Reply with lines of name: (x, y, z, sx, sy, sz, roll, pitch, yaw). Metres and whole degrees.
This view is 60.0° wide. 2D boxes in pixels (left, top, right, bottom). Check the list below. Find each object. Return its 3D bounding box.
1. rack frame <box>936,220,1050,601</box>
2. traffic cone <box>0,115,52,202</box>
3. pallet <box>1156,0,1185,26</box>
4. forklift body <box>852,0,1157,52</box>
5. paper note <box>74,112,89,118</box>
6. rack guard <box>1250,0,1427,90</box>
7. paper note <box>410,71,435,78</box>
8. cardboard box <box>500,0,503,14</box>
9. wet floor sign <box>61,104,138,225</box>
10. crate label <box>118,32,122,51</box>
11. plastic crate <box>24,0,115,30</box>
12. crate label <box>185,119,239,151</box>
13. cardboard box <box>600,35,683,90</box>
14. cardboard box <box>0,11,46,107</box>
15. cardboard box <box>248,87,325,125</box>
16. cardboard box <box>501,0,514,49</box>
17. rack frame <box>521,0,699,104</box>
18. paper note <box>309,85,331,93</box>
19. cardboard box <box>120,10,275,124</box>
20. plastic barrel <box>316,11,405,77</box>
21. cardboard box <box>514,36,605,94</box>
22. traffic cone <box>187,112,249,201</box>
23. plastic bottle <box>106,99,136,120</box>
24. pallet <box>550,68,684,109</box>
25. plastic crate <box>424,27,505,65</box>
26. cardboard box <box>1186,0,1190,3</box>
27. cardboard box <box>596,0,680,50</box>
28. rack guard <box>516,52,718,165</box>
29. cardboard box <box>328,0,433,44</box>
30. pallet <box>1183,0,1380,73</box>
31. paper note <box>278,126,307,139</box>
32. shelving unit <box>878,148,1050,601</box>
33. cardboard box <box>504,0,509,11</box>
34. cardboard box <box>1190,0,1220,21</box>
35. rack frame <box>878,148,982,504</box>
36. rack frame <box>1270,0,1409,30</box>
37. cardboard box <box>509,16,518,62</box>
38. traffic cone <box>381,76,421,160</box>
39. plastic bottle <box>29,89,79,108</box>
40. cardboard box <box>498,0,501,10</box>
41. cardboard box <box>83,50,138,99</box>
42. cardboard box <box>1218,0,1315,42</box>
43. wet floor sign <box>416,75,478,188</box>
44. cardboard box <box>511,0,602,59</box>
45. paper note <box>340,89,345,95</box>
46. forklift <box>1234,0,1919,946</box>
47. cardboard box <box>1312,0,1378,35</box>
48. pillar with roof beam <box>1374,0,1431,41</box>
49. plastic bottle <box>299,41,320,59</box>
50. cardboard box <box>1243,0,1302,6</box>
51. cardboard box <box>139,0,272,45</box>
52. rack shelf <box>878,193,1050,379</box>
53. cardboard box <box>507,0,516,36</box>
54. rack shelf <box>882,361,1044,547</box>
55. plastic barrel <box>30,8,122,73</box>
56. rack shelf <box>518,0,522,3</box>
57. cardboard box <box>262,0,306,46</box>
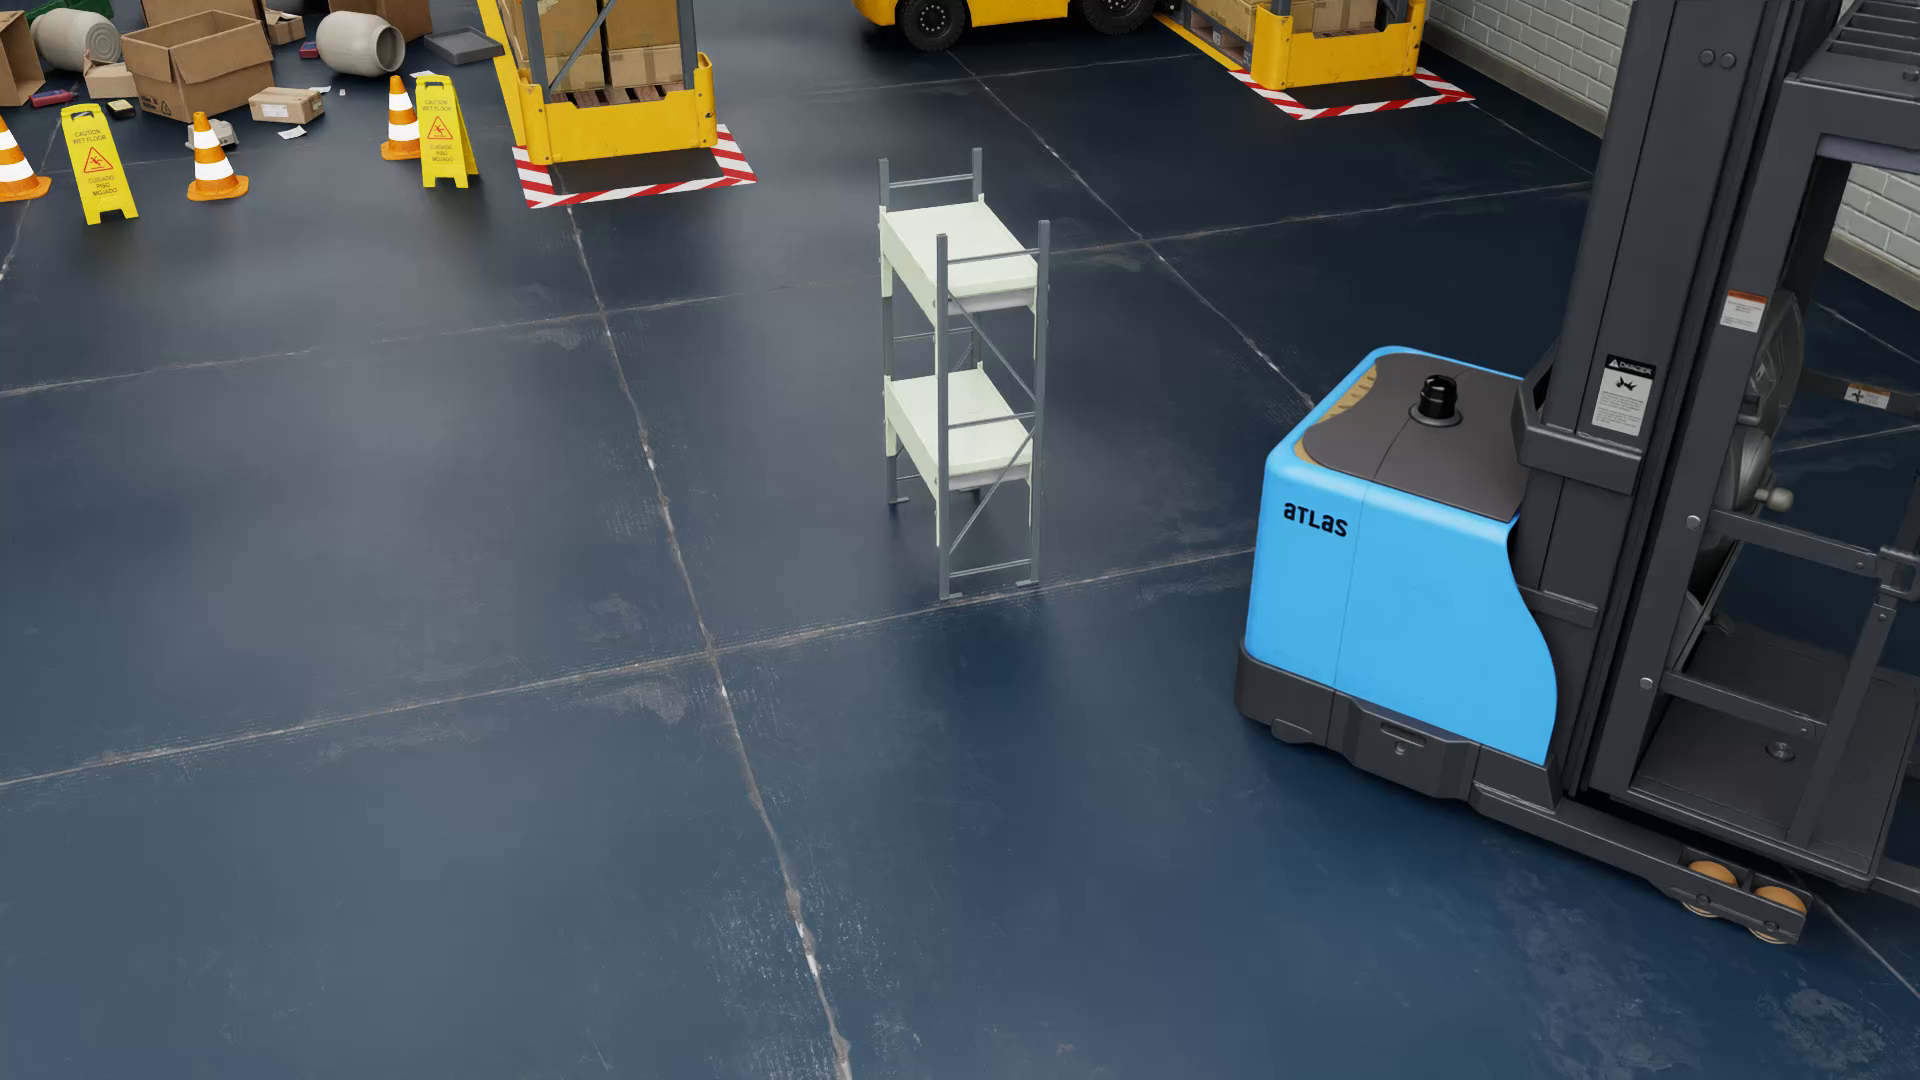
rack frame: (0.114, -0.430, 6.040, 0.400, 1.500, 0.023, -10, 35, -15)
traffic cone: (-5.600, -2.274, 9.771, 0.336, 0.463, 0.334, -10, 35, -15)
pallet: (1.978, -4.407, 13.228, 1.003, 0.211, 1.213, -10, 35, -15)
forklift body: (0.303, -4.871, 12.171, 2.313, 2.155, 1.214, -10, 35, -15)
paper note: (-5.809, -2.806, 10.988, 0.032, 0.001, 0.123, 7, 34, 10)
rack guard: (2.627, -3.481, 11.565, 1.175, 0.500, 0.348, -10, 35, -15)
paper note: (-3.770, -3.274, 11.676, 0.142, 0.019, 0.148, -23, 40, -31)
cardboard box: (-3.066, -3.916, 12.069, 0.500, 0.250, 0.500, -10, 35, -15)
wet floor sign: (-4.896, -2.150, 9.418, 0.267, 0.644, 0.232, -16, 37, -23)
crate label: (-6.280, -3.639, 12.132, 0.250, 0.136, 0.298, 19, 38, 26)
plastic crate: (-6.710, -3.894, 12.421, 0.450, 0.188, 0.662, -2, 32, 16)
crate label: (-4.719, -2.552, 10.487, 0.298, 0.136, 0.250, 27, 42, 34)
cardboard box: (-2.089, -3.198, 10.982, 0.500, 0.250, 0.500, -10, 35, -15)
cardboard box: (-6.559, -3.230, 11.183, 0.500, 0.500, 0.500, -4, 34, -6)
cardboard box: (-4.430, -2.859, 10.941, 0.380, 0.149, 0.250, 7, 34, 10)
cardboard box: (-2.925, -3.654, 11.672, 0.500, 0.250, 0.500, -11, 35, -16)
rack frame: (-2.107, -3.700, 9.628, 1.000, 3.000, 0.127, -10, 35, -15)
paper note: (-4.407, -3.089, 11.408, 0.148, 0.019, 0.142, 1, 33, 2)
cardboard box: (-5.054, -3.155, 11.068, 0.637, 0.503, 0.797, 19, 38, 26)
plastic barrel: (-4.179, -3.455, 11.595, 0.512, 0.421, 0.421, 13, 36, 18)
cardboard box: (-2.617, -3.120, 10.864, 0.500, 0.250, 0.500, -10, 35, -15)
traffic cone: (-4.420, -2.285, 9.789, 0.336, 0.463, 0.334, -10, 35, -15)
plastic bottle: (-5.577, -2.865, 11.030, 0.133, 0.061, 0.283, -23, 40, -31)
pallet: (-2.344, -3.009, 11.112, 1.003, 0.211, 1.213, -10, 35, -15)
plastic crate: (-3.629, -3.620, 12.155, 0.402, 0.080, 0.583, -23, 40, -31)
cardboard box: (1.888, -4.285, 12.627, 0.500, 0.250, 0.500, -10, 35, -14)
cardboard box: (-2.097, -3.523, 10.794, 0.500, 0.500, 0.500, -11, 35, -16)
rack guard: (-2.130, -2.697, 10.378, 1.175, 0.500, 0.348, -10, 35, -15)
cardboard box: (-4.296, -3.967, 12.297, 0.500, 0.500, 0.500, 13, 36, 18)
pallet: (2.346, -3.768, 12.260, 1.003, 0.211, 1.213, -10, 35, -15)
paper note: (-4.291, -2.623, 10.691, 0.148, 0.019, 0.142, -23, 40, -31)
shelving unit: (0.002, -0.622, 6.331, 0.431, 1.500, 0.755, -10, 35, -15)
cardboard box: (-2.909, -3.957, 11.451, 0.500, 0.500, 0.500, -11, 35, -16)
cardboard box: (2.032, -4.021, 12.227, 0.500, 0.250, 0.500, -10, 35, -15)
rack frame: (-0.110, -0.814, 6.622, 0.400, 1.500, 0.023, -10, 35, -15)
rack frame: (2.619, -4.537, 10.895, 1.000, 3.000, 0.127, -10, 35, -15)
cardboard box: (-2.760, -3.380, 11.258, 0.500, 0.250, 0.500, -10, 35, -15)
traffic cone: (-3.466, -2.650, 10.341, 0.336, 0.463, 0.334, -10, 35, -15)
plastic bottle: (-6.106, -2.983, 11.208, 0.283, 0.061, 0.133, -23, 40, -31)
cardboard box: (-3.230, -4.195, 12.490, 0.500, 0.250, 0.500, -8, 34, -12)
cardboard box: (-5.732, -3.181, 11.323, 0.396, 0.266, 0.258, -4, 34, -6)
cardboard box: (2.175, -3.758, 11.830, 0.500, 0.250, 0.500, -10, 35, -14)
wet floor sign: (-3.068, -2.438, 9.854, 0.267, 0.644, 0.232, 1, 33, 2)
cardboard box: (-2.599, -3.418, 10.634, 0.500, 0.500, 0.500, -10, 35, -14)
paper note: (-4.225, -3.063, 11.376, 0.032, 0.001, 0.123, -10, 35, -15)
forklift: (2.459, -0.361, 4.638, 3.031, 2.935, 1.130, 20, 38, 28)
cardboard box: (2.656, -3.855, 11.977, 0.500, 0.250, 0.500, -10, 35, -15)
pillar with roof beam: (-0.835, -6.833, 8.928, 9.100, 9.000, 0.400, -10, 35, -15)
plastic bottle: (-4.719, -3.581, 12.114, 0.133, 0.061, 0.283, -4, 34, -6)
cardboard box: (2.173, -3.976, 11.706, 0.500, 0.250, 0.500, -10, 35, -15)
cardboard box: (-5.347, -3.701, 11.771, 0.797, 0.637, 0.503, -10, 35, -15)
rack shelf: (0.002, -0.948, 6.116, 0.431, 0.370, 0.720, -10, 35, -15)
cardboard box: (-2.762, -3.691, 11.048, 0.500, 0.500, 0.500, -9, 34, -13)
rack shelf: (0.002, -0.350, 6.511, 0.431, 0.370, 0.720, -10, 35, -15)
plastic barrel: (-6.203, -3.502, 11.666, 0.512, 0.421, 0.421, 13, 36, 18)
rack shelf: (-2.717, -4.450, 11.416, 1.077, 0.370, 4.000, -10, 35, -15)
cardboard box: (-5.122, -3.871, 12.367, 0.396, 0.266, 0.258, 19, 38, 26)
